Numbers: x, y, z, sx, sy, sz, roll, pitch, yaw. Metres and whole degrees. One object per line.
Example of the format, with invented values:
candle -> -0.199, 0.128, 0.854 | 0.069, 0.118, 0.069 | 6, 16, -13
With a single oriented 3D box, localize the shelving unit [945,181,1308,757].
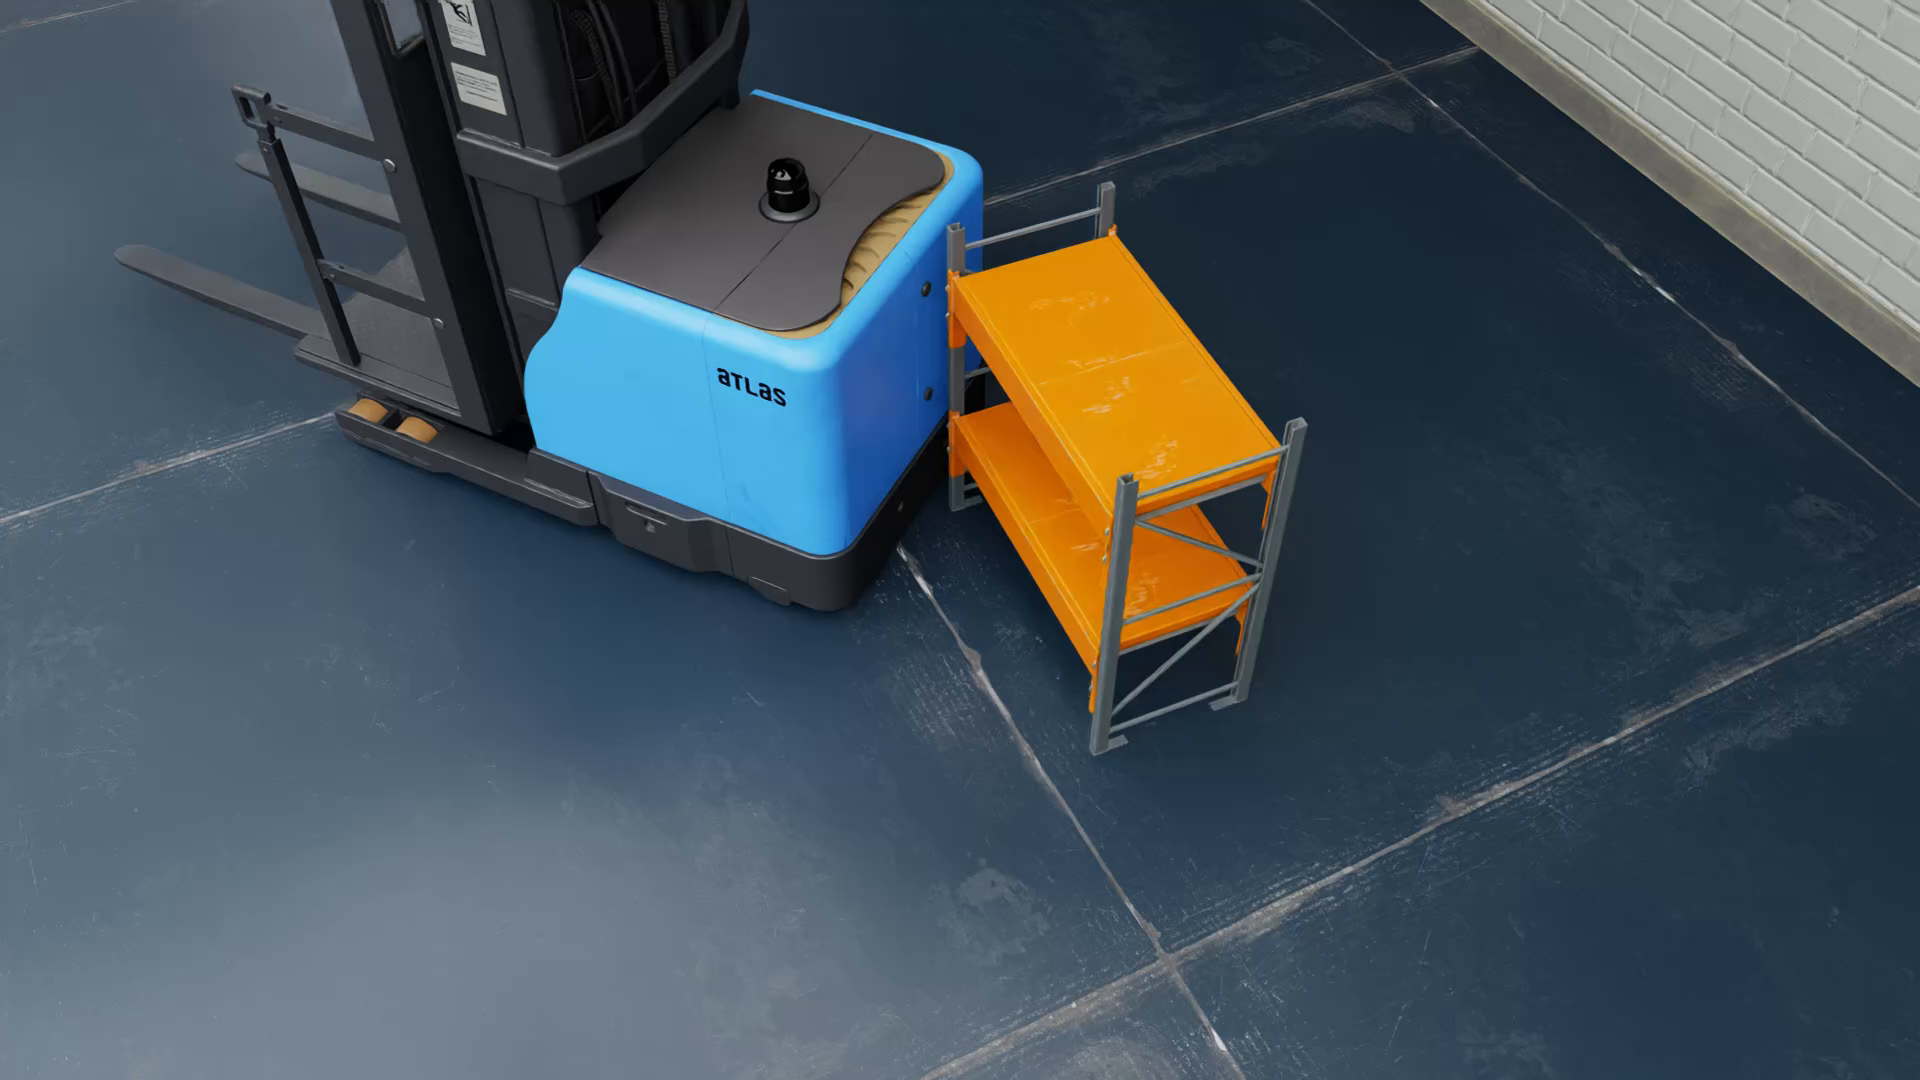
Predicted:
shelving unit -> 0.400, -0.193, 4.671 | 0.538, 1.125, 1.048 | -18, 51, -15

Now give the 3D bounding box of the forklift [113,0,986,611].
forklift -> -1.470, -1.538, 4.648 | 3.031, 2.935, 1.130 | 20, 52, 17

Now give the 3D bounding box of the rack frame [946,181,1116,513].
rack frame -> 0.198, -0.544, 4.978 | 0.500, 1.125, 0.032 | -18, 51, -15

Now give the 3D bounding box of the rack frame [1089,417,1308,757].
rack frame -> 0.602, 0.159, 4.364 | 0.500, 1.125, 0.032 | -18, 51, -15

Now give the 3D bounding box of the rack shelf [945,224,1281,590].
rack shelf -> 0.400, -0.385, 4.451 | 0.538, 0.278, 1.000 | -18, 51, -15

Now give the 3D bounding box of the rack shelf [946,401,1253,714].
rack shelf -> 0.400, -0.032, 4.855 | 0.538, 0.278, 1.000 | -18, 51, -15
